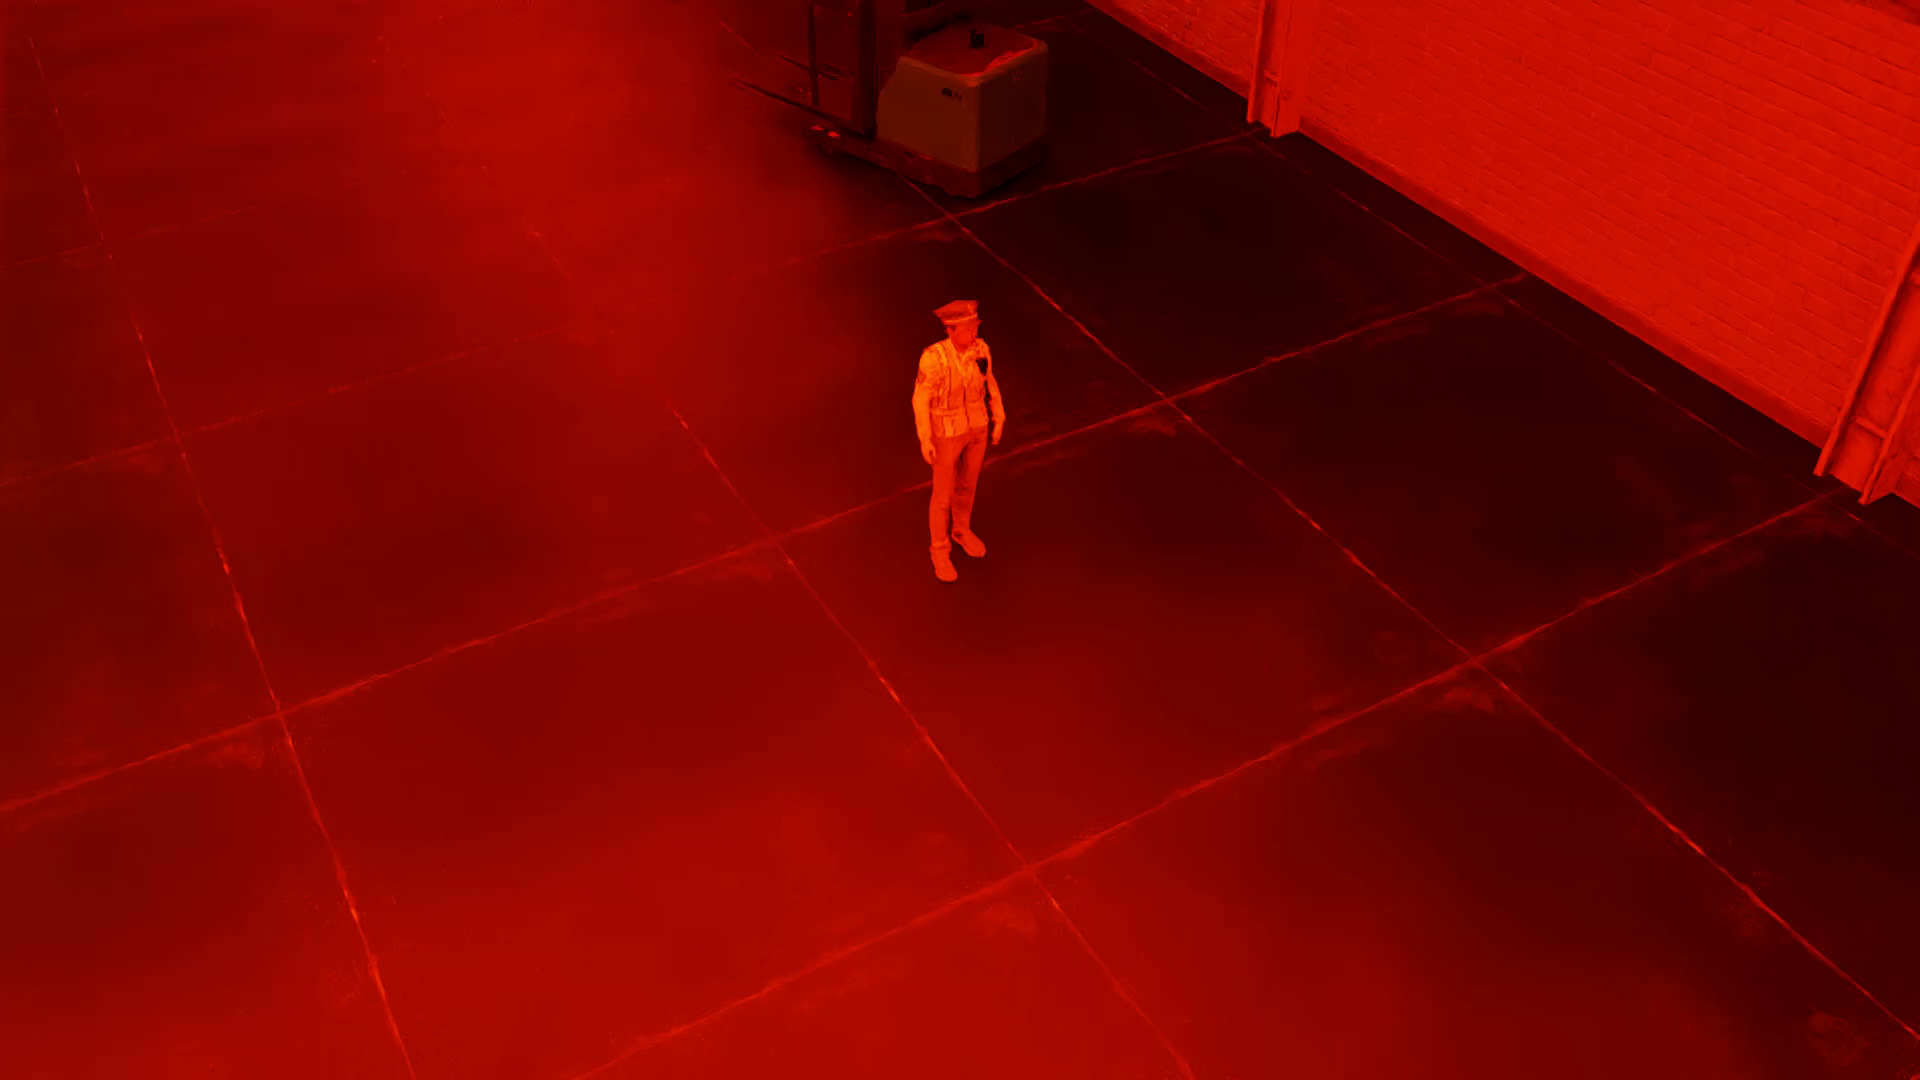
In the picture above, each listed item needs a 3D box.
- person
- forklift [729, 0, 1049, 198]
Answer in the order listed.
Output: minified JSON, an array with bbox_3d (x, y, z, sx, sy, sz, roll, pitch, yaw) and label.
[{"bbox_3d":[0.028,-0.618,9.738,0.586,1.695,0.533,-20,44,-23],"label":"person"},{"bbox_3d":[-0.717,-4.719,13.726,3.031,2.935,1.130,28,47,30],"label":"forklift"}]
